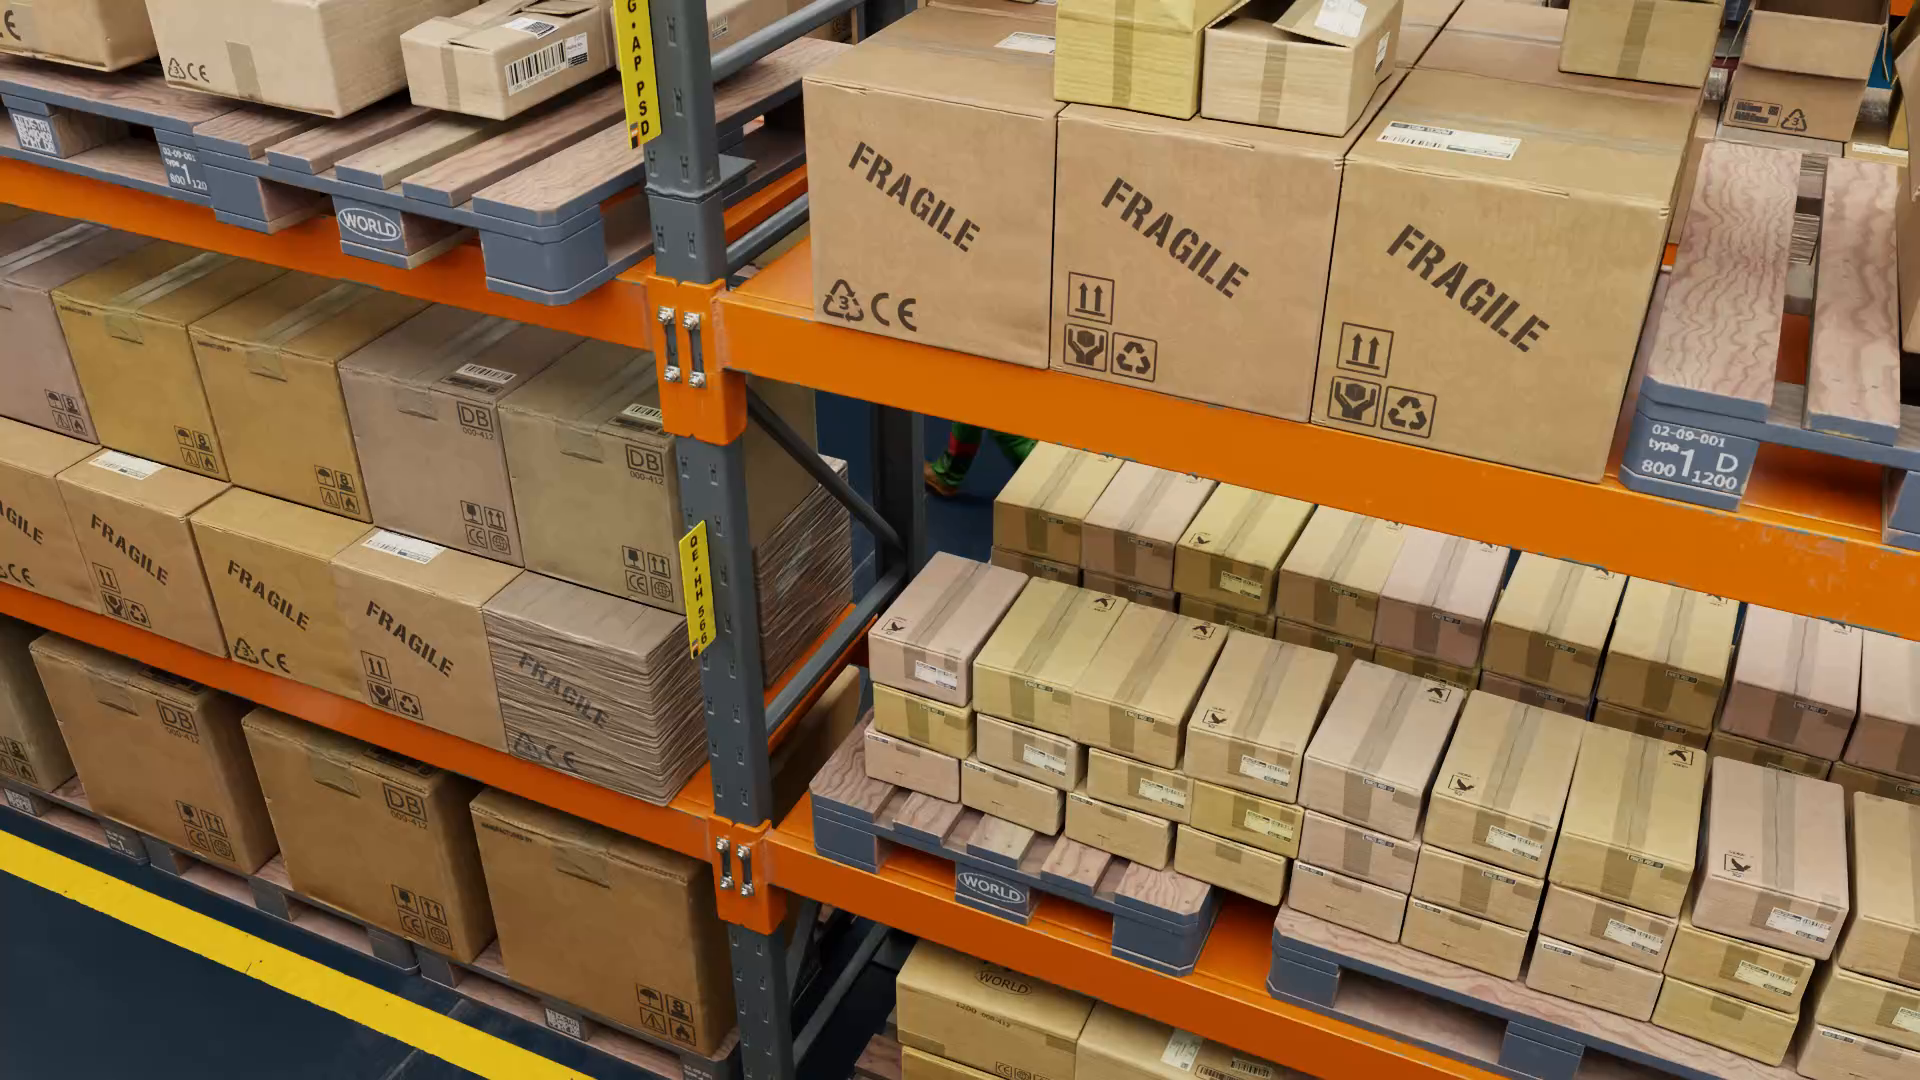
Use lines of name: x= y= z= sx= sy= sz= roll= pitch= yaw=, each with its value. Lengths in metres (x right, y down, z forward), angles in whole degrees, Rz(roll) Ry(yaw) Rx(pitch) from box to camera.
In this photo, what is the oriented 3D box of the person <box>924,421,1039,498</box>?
person: x=0.144 y=-0.835 z=7.390 sx=1.046 sy=1.752 sz=0.540 roll=16 pitch=37 yaw=22
